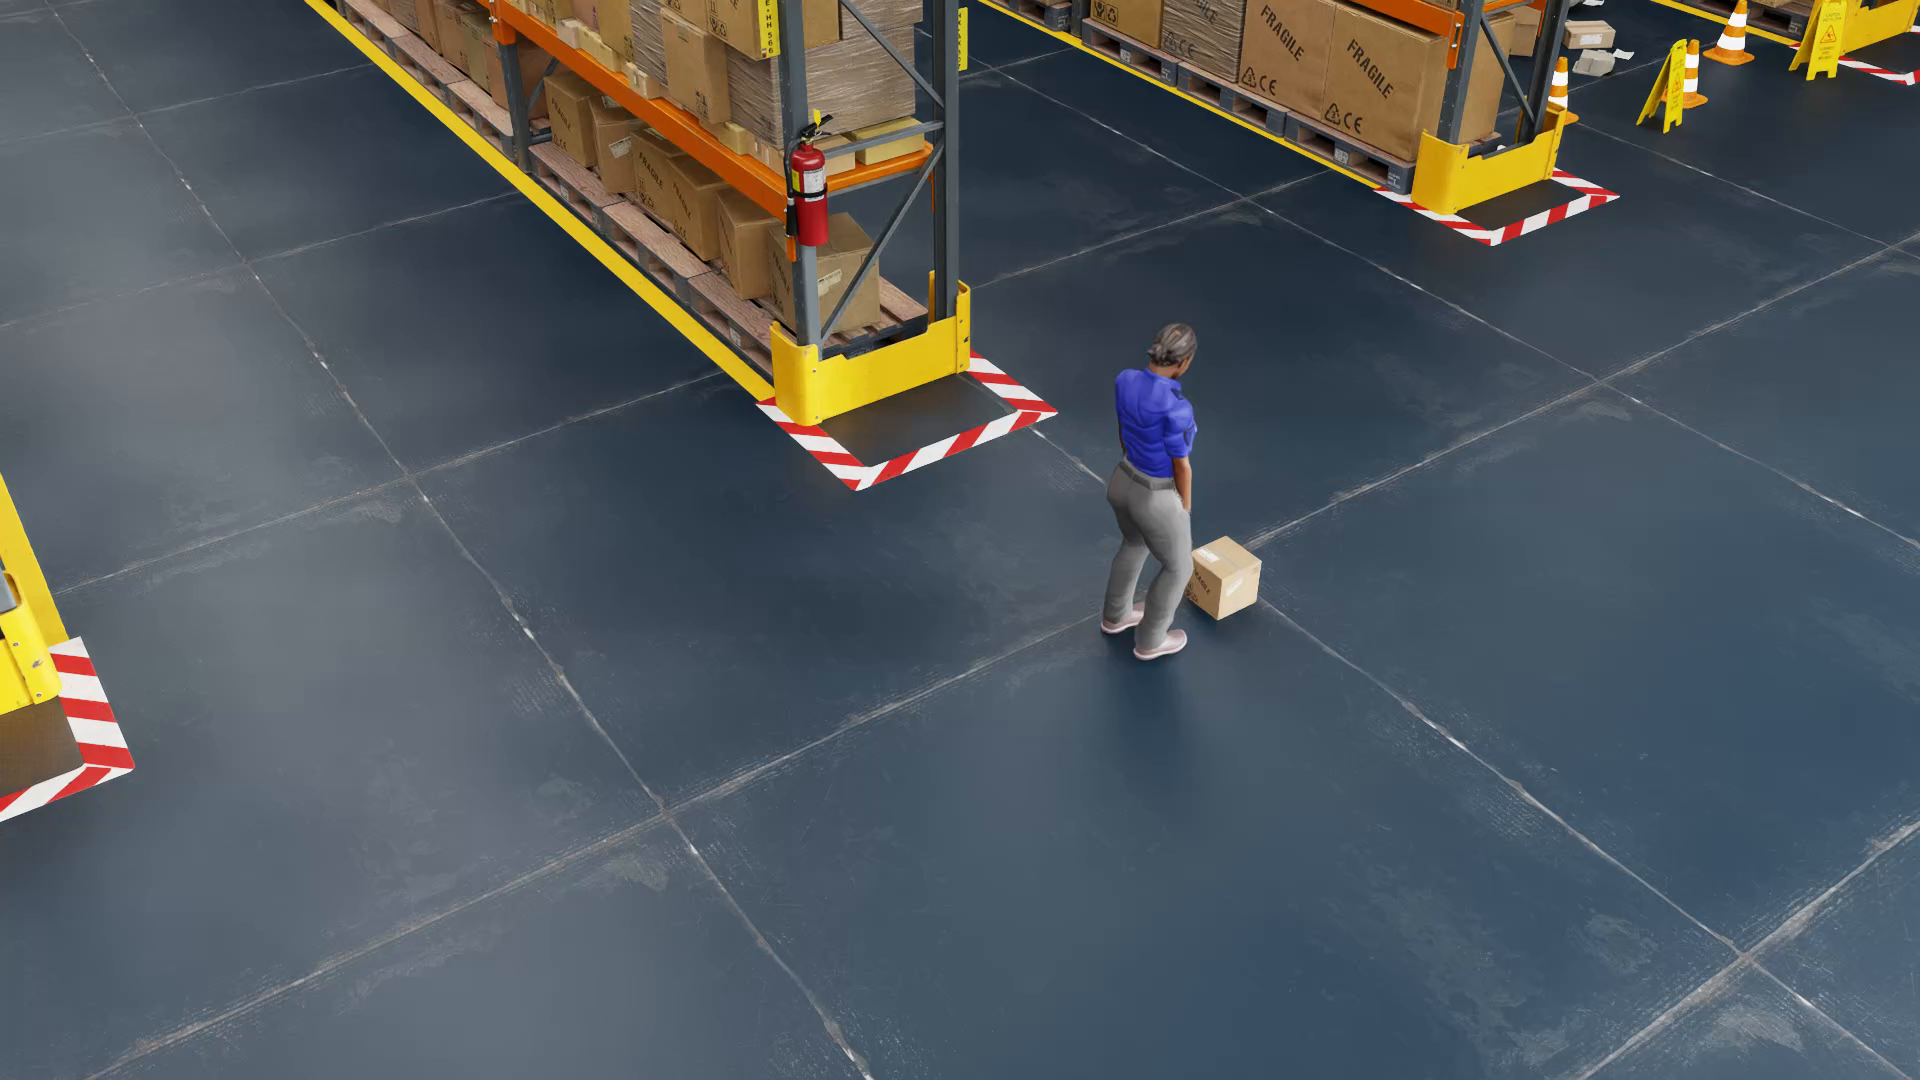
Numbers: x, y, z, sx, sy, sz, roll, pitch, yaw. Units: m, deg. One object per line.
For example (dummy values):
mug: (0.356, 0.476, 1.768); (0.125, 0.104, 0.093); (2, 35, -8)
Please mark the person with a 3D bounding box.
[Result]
person: (0.836, -0.209, 7.332); (0.366, 1.618, 0.453); (-22, 42, -26)
